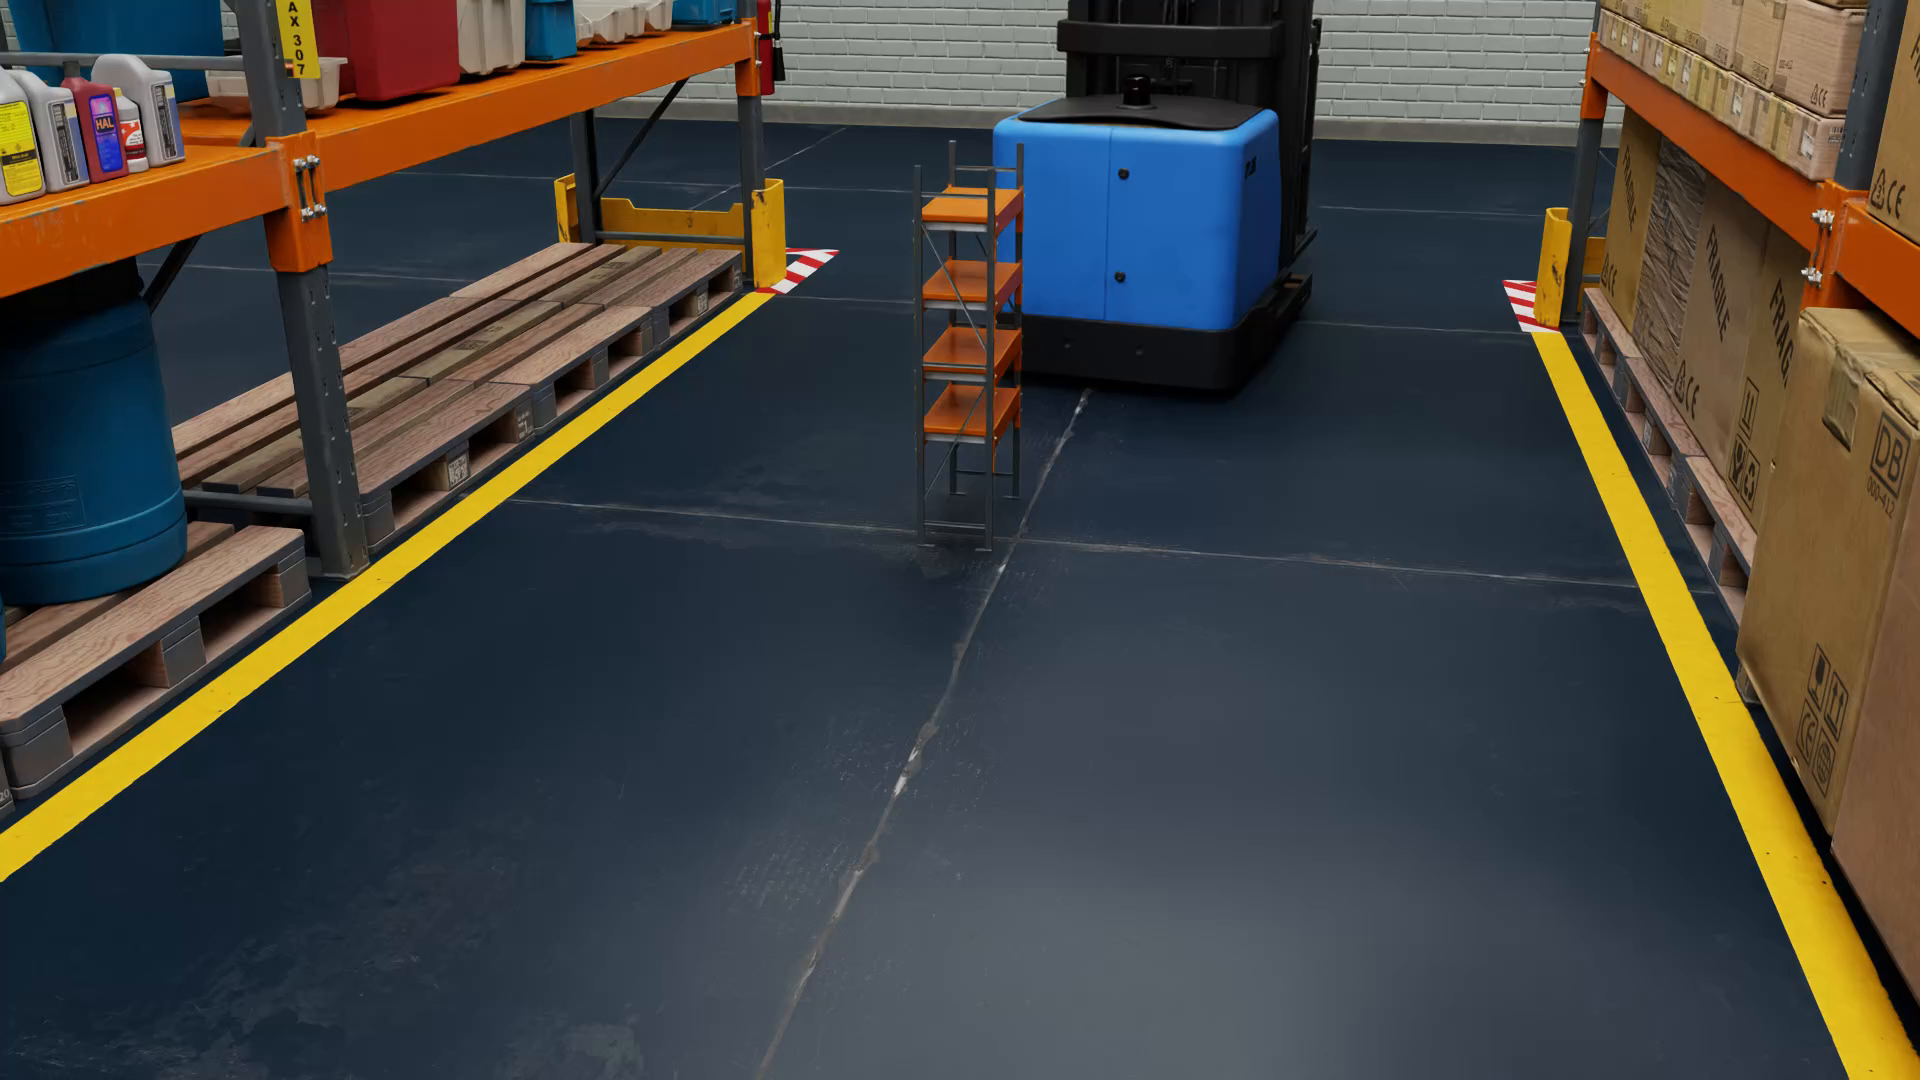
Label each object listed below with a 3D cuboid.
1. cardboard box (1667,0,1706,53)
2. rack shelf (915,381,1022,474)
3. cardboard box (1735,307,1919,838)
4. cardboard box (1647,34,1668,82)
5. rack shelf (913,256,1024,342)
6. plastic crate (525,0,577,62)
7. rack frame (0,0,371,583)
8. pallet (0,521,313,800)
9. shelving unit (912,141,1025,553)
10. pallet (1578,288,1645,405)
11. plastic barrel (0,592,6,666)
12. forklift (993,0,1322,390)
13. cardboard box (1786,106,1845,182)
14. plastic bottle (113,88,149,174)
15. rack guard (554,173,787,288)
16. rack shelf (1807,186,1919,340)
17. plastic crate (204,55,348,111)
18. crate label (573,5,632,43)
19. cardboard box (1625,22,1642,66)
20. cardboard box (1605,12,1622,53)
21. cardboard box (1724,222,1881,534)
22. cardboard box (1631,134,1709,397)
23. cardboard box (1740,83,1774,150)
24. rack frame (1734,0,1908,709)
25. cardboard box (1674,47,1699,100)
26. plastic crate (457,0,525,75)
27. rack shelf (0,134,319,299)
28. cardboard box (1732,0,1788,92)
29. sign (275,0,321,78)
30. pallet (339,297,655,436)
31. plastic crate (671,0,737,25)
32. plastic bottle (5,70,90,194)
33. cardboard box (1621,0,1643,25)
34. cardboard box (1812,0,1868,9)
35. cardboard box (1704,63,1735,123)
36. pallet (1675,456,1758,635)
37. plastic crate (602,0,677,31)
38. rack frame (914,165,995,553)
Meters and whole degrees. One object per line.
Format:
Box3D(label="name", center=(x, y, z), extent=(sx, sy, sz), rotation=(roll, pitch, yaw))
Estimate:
Box3D(label="cardboard box", center=(2.671, -1.756, 5.502), extent=(0.500, 0.250, 0.500), rotation=(4, 22, 10))
Box3D(label="rack shelf", center=(0.034, -0.371, 5.379), extent=(0.258, 0.148, 0.480), rotation=(4, 22, 11))
Box3D(label="cardboard box", center=(2.413, 0.081, 3.419), extent=(1.225, 0.875, 0.875), rotation=(5, 22, 11))
Box3D(label="cardboard box", center=(2.685, -1.717, 5.937), extent=(0.380, 0.149, 0.250), rotation=(4, 22, 10))
Box3D(label="rack shelf", center=(0.034, -0.762, 5.221), extent=(0.258, 0.148, 0.480), rotation=(4, 22, 11))
Box3D(label="plastic crate", center=(-1.676, -1.965, 6.362), extent=(0.416, 0.233, 0.300), rotation=(4, 22, 11))
Box3D(label="rack frame", center=(-2.324, -1.323, 4.623), extent=(1.000, 3.000, 0.127), rotation=(4, 22, 11))
Box3D(label="pallet", center=(-2.523, 0.250, 4.451), extent=(1.003, 0.211, 1.213), rotation=(4, 22, 11))
Box3D(label="shelving unit", center=(0.034, -0.617, 5.280), extent=(0.258, 1.200, 0.503), rotation=(4, 22, 11))
Box3D(label="pallet", center=(3.254, -0.816, 7.098), extent=(1.003, 0.211, 1.213), rotation=(4, 22, 11))
Box3D(label="plastic barrel", center=(-2.596, -0.088, 3.803), extent=(0.600, 0.901, 0.708), rotation=(4, 22, 11))
Box3D(label="forklift", center=(1.101, -2.481, 7.591), extent=(1.130, 2.935, 3.031), rotation=(8, 23, 19))
Box3D(label="cardboard box", center=(2.266, -0.965, 4.071), extent=(0.380, 0.149, 0.250), rotation=(5, 22, 11))
Box3D(label="plastic bottle", center=(-2.085, -1.017, 4.131), extent=(0.097, 0.201, 0.097), rotation=(0, 22, 0))
Box3D(label="rack guard", center=(-1.516, -1.636, 8.747), extent=(1.175, 0.500, 0.348), rotation=(4, 22, 11))
Box3D(label="rack shelf", center=(2.116, 0.120, 2.004), extent=(1.077, 0.370, 4.000), rotation=(4, 22, 11))
Box3D(label="plastic crate", center=(-2.089, -1.388, 5.057), extent=(0.396, 0.136, 0.243), rotation=(4, 22, 11))
Box3D(label="crate label", center=(-1.603, -2.171, 7.001), extent=(0.396, 0.136, 0.243), rotation=(4, 22, 11))
Box3D(label="cardboard box", center=(2.790, -1.904, 6.402), extent=(0.380, 0.149, 0.250), rotation=(4, 22, 10))
Box3D(label="cardboard box", center=(2.894, -2.093, 6.872), extent=(0.380, 0.149, 0.250), rotation=(4, 22, 10))
Box3D(label="cardboard box", center=(2.737, -0.390, 4.588), extent=(0.875, 0.875, 0.875), rotation=(4, 22, 11))
Box3D(label="cardboard box", center=(3.103, -1.044, 6.214), extent=(0.875, 0.875, 0.875), rotation=(4, 22, 11))
Box3D(label="cardboard box", center=(2.371, -1.153, 4.538), extent=(0.380, 0.149, 0.250), rotation=(4, 22, 10))
Box3D(label="rack frame", center=(2.525, -0.945, 3.686), extent=(1.000, 3.000, 0.127), rotation=(4, 22, 11))
Box3D(label="cardboard box", center=(2.581, -1.528, 5.469), extent=(0.380, 0.149, 0.250), rotation=(5, 22, 12))
Box3D(label="plastic crate", center=(-1.832, -1.840, 5.986), extent=(0.437, 0.282, 0.530), rotation=(4, 22, 11))
Box3D(label="rack shelf", center=(-2.732, -0.258, 2.941), extent=(1.077, 0.370, 4.000), rotation=(4, 22, 11))
Box3D(label="cardboard box", center=(2.461, -1.385, 4.579), extent=(0.500, 0.250, 0.500), rotation=(5, 23, 13))
Box3D(label="sign", center=(-1.786, -1.409, 4.466), extent=(0.100, 0.325, 0.005), rotation=(4, 22, 11))
Box3D(label="pallet", center=(-1.965, -0.749, 6.930), extent=(1.003, 0.211, 1.213), rotation=(4, 22, 11))
Box3D(label="plastic crate", center=(-1.394, -2.693, 7.898), extent=(0.616, 0.435, 0.499), rotation=(4, 22, 11))
Box3D(label="plastic bottle", center=(-2.163, -0.963, 3.895), extent=(0.152, 0.276, 0.135), rotation=(4, 22, 11))
Box3D(label="cardboard box", center=(2.879, -2.131, 6.432), extent=(0.500, 0.250, 0.500), rotation=(4, 22, 10))
Box3D(label="cardboard box", center=(2.357, -1.550, 3.986), extent=(0.500, 0.500, 0.500), rotation=(5, 22, 12))
Box3D(label="cardboard box", center=(2.476, -1.342, 5.006), extent=(0.380, 0.149, 0.250), rotation=(5, 22, 12))
Box3D(label="pallet", center=(2.756, 0.076, 4.882), extent=(1.003, 0.211, 1.213), rotation=(4, 22, 11))
Box3D(label="plastic crate", center=(-1.497, -2.379, 7.519), extent=(0.396, 0.136, 0.243), rotation=(4, 22, 11))
Box3D(label="rack frame", center=(-0.016, -0.528, 5.058), extent=(0.240, 1.200, 0.015), rotation=(4, 22, 11))
